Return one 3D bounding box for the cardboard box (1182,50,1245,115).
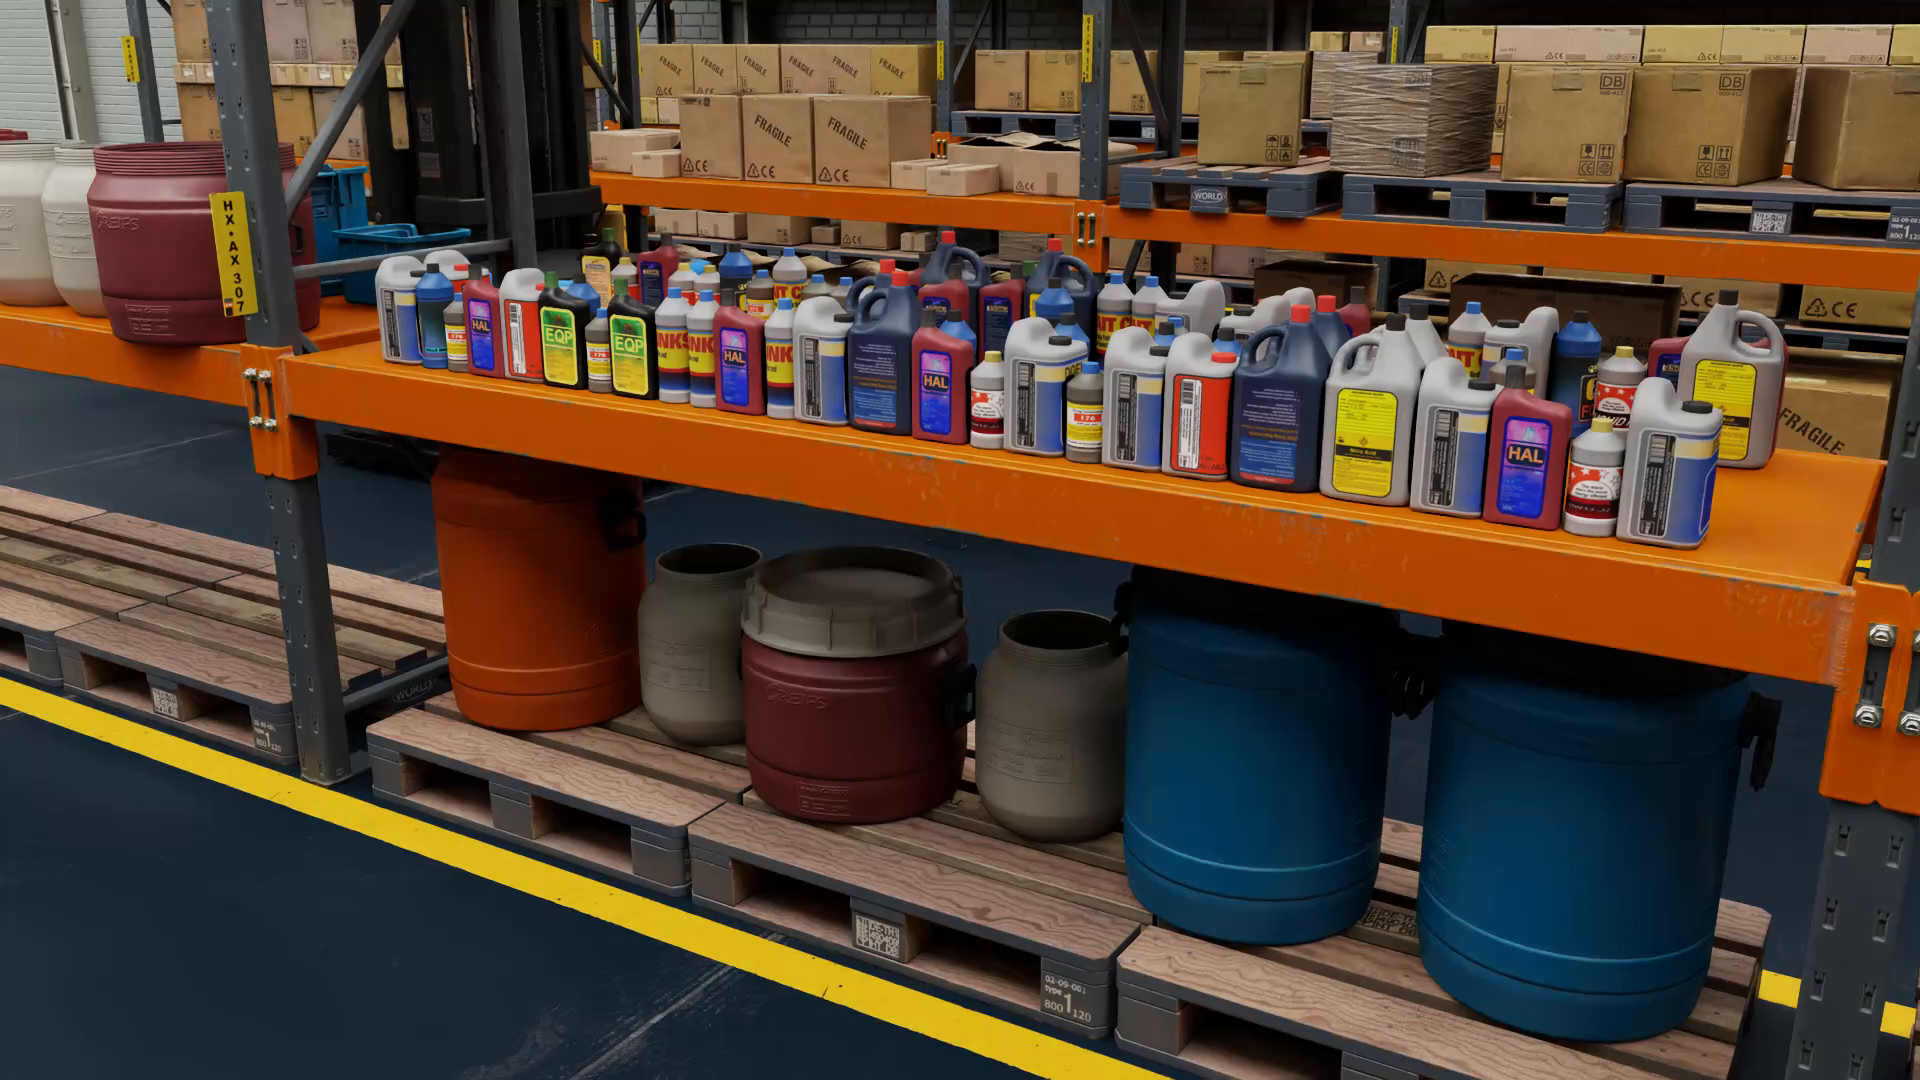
[{"bbox_3d":[2.039,-3.791,13.773,0.500,0.500,0.700,10,20,30],"label":"cardboard box"}]

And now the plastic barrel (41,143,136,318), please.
[{"bbox_3d":[-2.655,-0.983,5.265,0.421,0.512,0.421,0,17,0],"label":"plastic barrel"}]

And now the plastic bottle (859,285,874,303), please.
[{"bbox_3d":[-0.233,-0.615,4.585,0.097,0.201,0.097,0,17,0],"label":"plastic bottle"}]

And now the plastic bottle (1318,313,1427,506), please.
[{"bbox_3d":[0.787,-0.253,3.138,0.185,0.351,0.144,10,20,30],"label":"plastic bottle"}]

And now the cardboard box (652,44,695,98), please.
[{"bbox_3d":[-2.633,-4.569,16.194,0.500,0.500,0.500,10,20,30],"label":"cardboard box"}]

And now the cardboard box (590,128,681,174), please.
[{"bbox_3d":[-2.037,-2.525,10.791,0.500,0.250,0.500,12,20,33],"label":"cardboard box"}]

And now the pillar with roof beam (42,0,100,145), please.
[{"bbox_3d":[-14.728,-8.234,19.006,0.400,9.000,9.100,10,20,30],"label":"pillar with roof beam"}]

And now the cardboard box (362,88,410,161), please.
[{"bbox_3d":[-3.739,-2.931,11.696,0.500,0.500,0.700,10,20,31],"label":"cardboard box"}]

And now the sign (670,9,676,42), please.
[{"bbox_3d":[-2.991,-5.336,17.252,0.005,0.325,0.100,10,20,30],"label":"sign"}]

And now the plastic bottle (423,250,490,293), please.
[{"bbox_3d":[-1.387,-0.659,4.602,0.135,0.276,0.152,10,20,30],"label":"plastic bottle"}]

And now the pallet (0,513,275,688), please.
[{"bbox_3d":[-3.342,0.195,6.377,1.213,0.211,1.003,10,20,30],"label":"pallet"}]

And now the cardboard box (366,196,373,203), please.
[{"bbox_3d":[-4.416,-2.357,12.698,0.500,0.500,0.500,10,20,30],"label":"cardboard box"}]

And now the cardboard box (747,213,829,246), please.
[{"bbox_3d":[-1.672,-3.173,16.210,0.500,0.500,0.700,9,19,27],"label":"cardboard box"}]

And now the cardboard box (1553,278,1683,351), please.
[{"bbox_3d":[3.201,-1.103,8.106,0.500,0.250,0.500,10,20,30],"label":"cardboard box"}]

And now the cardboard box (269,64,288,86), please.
[{"bbox_3d":[-4.786,-3.358,11.987,0.250,0.149,0.380,9,19,28],"label":"cardboard box"}]

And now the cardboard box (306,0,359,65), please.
[{"bbox_3d":[-4.144,-3.624,11.748,0.500,0.500,0.700,10,20,30],"label":"cardboard box"}]

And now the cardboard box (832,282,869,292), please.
[{"bbox_3d":[-0.521,-1.380,9.806,0.500,0.311,0.500,10,20,30],"label":"cardboard box"}]

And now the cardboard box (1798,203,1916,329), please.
[{"bbox_3d":[6.305,-1.911,11.486,0.750,0.750,0.750,10,20,31],"label":"cardboard box"}]

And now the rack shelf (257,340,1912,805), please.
[{"bbox_3d":[0.038,-0.178,4.044,4.000,0.370,1.077,10,20,30],"label":"rack shelf"}]

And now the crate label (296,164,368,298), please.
[{"bbox_3d":[-2.372,-1.061,5.653,0.616,0.435,0.502,10,20,30],"label":"crate label"}]

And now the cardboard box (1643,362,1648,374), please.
[{"bbox_3d":[3.350,-0.540,7.542,0.500,0.500,0.500,10,20,30],"label":"cardboard box"}]

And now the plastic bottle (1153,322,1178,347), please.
[{"bbox_3d":[0.431,-0.323,3.504,0.097,0.271,0.097,0,17,0],"label":"plastic bottle"}]

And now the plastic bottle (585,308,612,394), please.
[{"bbox_3d":[-0.875,-0.470,4.110,0.097,0.201,0.097,0,17,0],"label":"plastic bottle"}]

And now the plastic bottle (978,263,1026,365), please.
[{"bbox_3d":[0.115,-0.577,4.322,0.133,0.283,0.061,10,20,30],"label":"plastic bottle"}]

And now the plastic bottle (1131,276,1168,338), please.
[{"bbox_3d":[0.476,-0.522,4.159,0.097,0.271,0.097,0,17,0],"label":"plastic bottle"}]

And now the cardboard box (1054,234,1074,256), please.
[{"bbox_3d":[1.212,-2.729,14.748,0.500,0.500,0.700,10,19,29],"label":"cardboard box"}]

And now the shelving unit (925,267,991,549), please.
[{"bbox_3d":[-0.012,-0.576,7.214,0.189,1.200,0.258,10,20,30],"label":"shelving unit"}]

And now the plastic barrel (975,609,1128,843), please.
[{"bbox_3d":[0.249,0.469,4.235,0.421,0.512,0.421,0,17,0],"label":"plastic barrel"}]

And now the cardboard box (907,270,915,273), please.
[{"bbox_3d":[-0.249,-1.515,10.250,0.500,0.311,0.500,10,19,29],"label":"cardboard box"}]

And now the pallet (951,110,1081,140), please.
[{"bbox_3d":[0.685,-3.644,14.548,1.213,0.211,1.003,10,20,30],"label":"pallet"}]

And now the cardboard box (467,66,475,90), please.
[{"bbox_3d":[-3.033,-3.046,10.958,0.250,0.149,0.380,10,19,29],"label":"cardboard box"}]

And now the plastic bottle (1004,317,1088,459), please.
[{"bbox_3d":[0.184,-0.326,3.508,0.135,0.276,0.152,10,20,30],"label":"plastic bottle"}]

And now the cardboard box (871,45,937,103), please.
[{"bbox_3d":[-0.455,-4.180,14.916,0.500,0.500,0.500,10,20,30],"label":"cardboard box"}]

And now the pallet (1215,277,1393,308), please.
[{"bbox_3d":[2.853,-2.065,13.816,1.213,0.211,1.003,10,20,30],"label":"pallet"}]

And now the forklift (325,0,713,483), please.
[{"bbox_3d":[-2.708,-1.888,8.555,3.031,2.935,1.130,11,20,32],"label":"forklift"}]

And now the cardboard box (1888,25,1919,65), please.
[{"bbox_3d":[6.395,-3.238,10.871,0.500,0.250,0.500,11,20,31],"label":"cardboard box"}]

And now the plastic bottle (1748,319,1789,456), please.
[{"bbox_3d":[1.653,-0.323,3.486,0.133,0.283,0.061,10,20,30],"label":"plastic bottle"}]

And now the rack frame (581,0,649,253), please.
[{"bbox_3d":[-2.480,-2.661,10.980,0.127,3.000,1.000,10,20,30],"label":"rack frame"}]

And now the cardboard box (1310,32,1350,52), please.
[{"bbox_3d":[2.927,-3.939,13.143,0.250,0.149,0.380,7,18,21],"label":"cardboard box"}]

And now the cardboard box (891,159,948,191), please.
[{"bbox_3d":[-0.187,-2.112,9.607,0.250,0.149,0.380,12,21,34],"label":"cardboard box"}]

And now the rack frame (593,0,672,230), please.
[{"bbox_3d":[-3.299,-4.497,17.024,0.127,3.000,1.000,10,20,30],"label":"rack frame"}]

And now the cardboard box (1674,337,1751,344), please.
[{"bbox_3d":[3.592,-0.671,7.973,0.500,0.500,0.500,10,20,31],"label":"cardboard box"}]

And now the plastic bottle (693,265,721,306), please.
[{"bbox_3d":[-0.730,-0.703,4.878,0.097,0.201,0.097,0,17,0],"label":"plastic bottle"}]

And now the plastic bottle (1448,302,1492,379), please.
[{"bbox_3d":[1.151,-0.401,3.762,0.097,0.271,0.097,0,17,0],"label":"plastic bottle"}]

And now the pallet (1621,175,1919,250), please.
[{"bbox_3d":[3.714,-1.501,7.491,1.213,0.211,1.003,10,20,30],"label":"pallet"}]

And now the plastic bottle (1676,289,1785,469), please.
[{"bbox_3d":[1.577,-0.334,3.406,0.185,0.351,0.144,10,20,30],"label":"plastic bottle"}]

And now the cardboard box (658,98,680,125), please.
[{"bbox_3d":[-2.599,-4.206,16.291,0.500,0.250,0.500,9,19,28],"label":"cardboard box"}]

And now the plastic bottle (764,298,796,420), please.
[{"bbox_3d":[-0.398,-0.419,3.820,0.097,0.271,0.097,0,17,0],"label":"plastic bottle"}]

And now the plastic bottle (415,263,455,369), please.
[{"bbox_3d":[-1.383,-0.594,4.399,0.097,0.271,0.097,0,17,0],"label":"plastic bottle"}]

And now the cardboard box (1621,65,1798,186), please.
[{"bbox_3d":[3.432,-1.909,7.611,0.500,0.500,0.700,14,22,39],"label":"cardboard box"}]

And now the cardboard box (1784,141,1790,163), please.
[{"bbox_3d":[5.636,-2.705,11.522,0.250,0.149,0.380,10,20,30],"label":"cardboard box"}]

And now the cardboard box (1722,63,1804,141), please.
[{"bbox_3d":[5.538,-3.033,11.486,0.500,0.500,0.500,10,20,30],"label":"cardboard box"}]

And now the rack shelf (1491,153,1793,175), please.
[{"bbox_3d":[5.222,-2.632,12.121,4.000,0.370,1.077,10,20,30],"label":"rack shelf"}]

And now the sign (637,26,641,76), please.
[{"bbox_3d":[-2.204,-3.313,11.271,0.005,0.325,0.100,10,20,30],"label":"sign"}]
